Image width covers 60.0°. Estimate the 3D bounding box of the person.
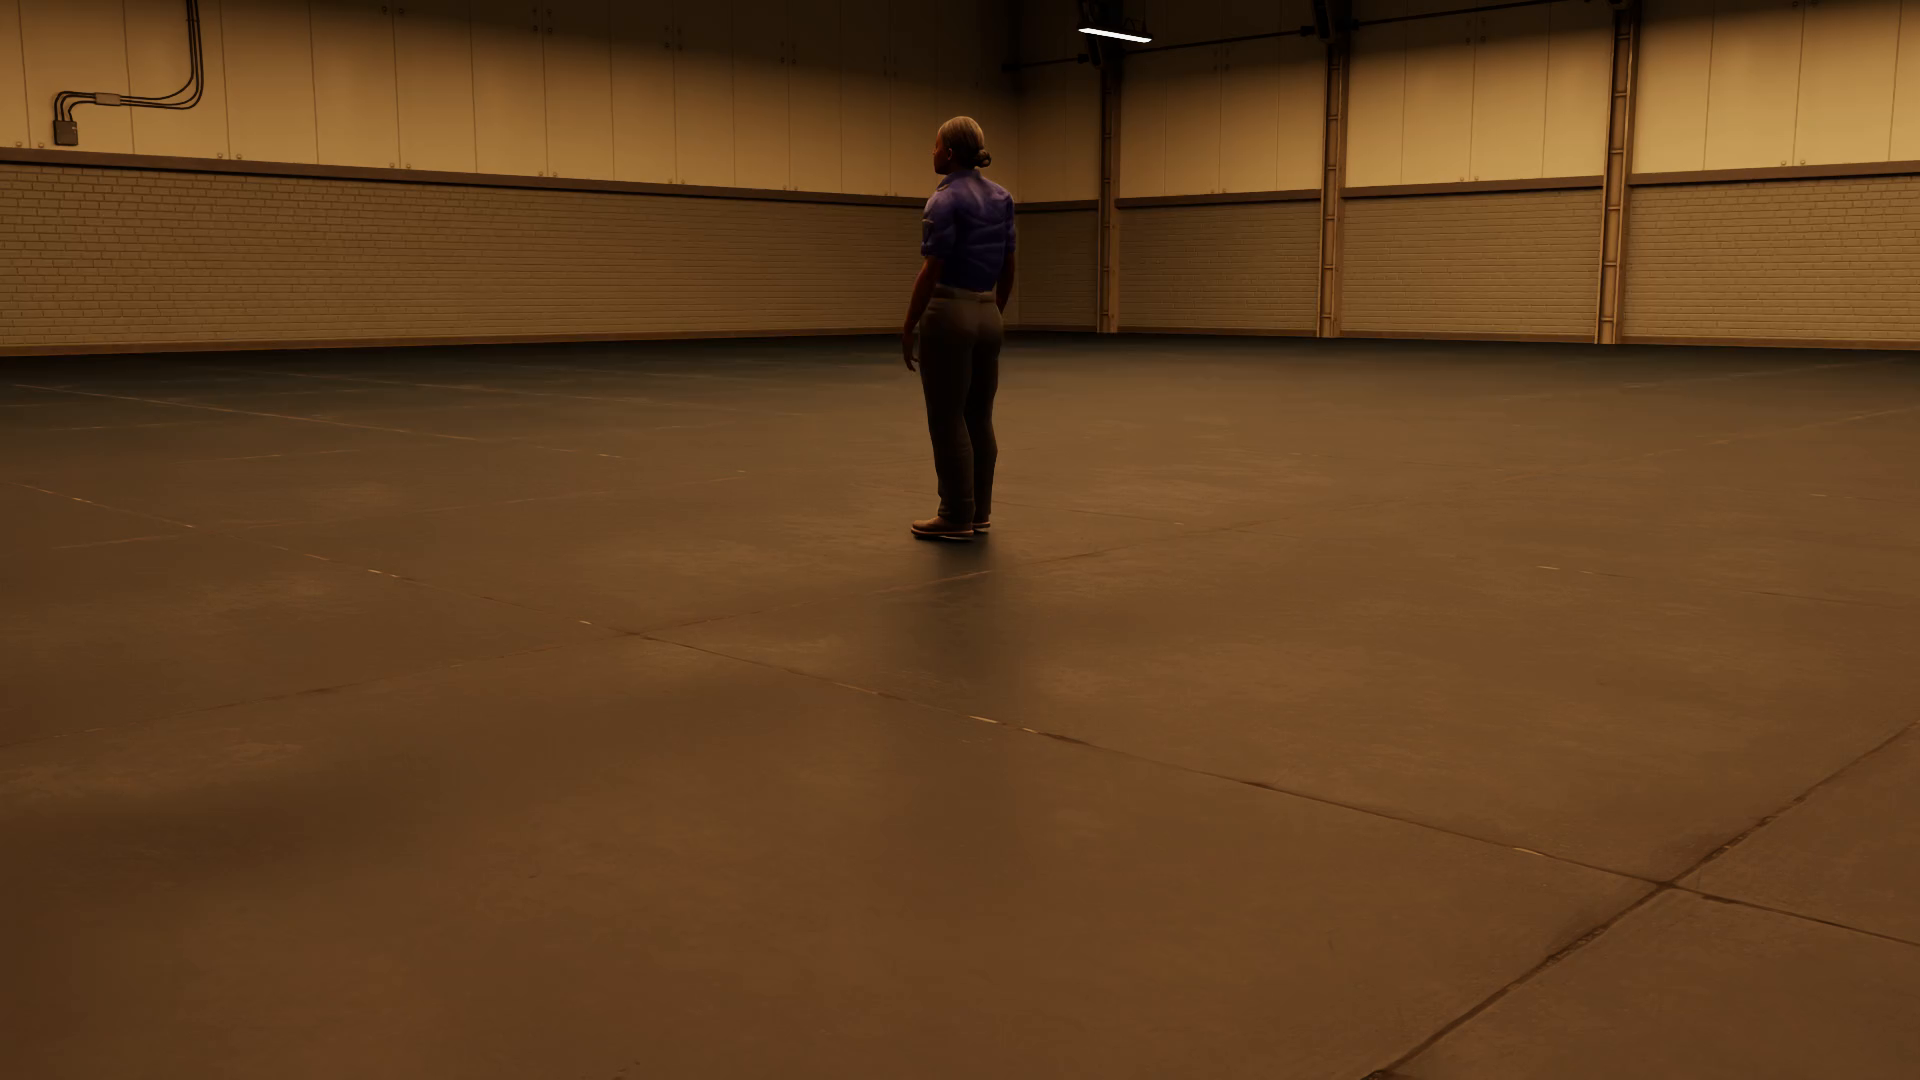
[{"bbox_3d":[-0.049,-0.836,6.668,0.504,1.654,0.569,8,12,43],"label":"person"}]
